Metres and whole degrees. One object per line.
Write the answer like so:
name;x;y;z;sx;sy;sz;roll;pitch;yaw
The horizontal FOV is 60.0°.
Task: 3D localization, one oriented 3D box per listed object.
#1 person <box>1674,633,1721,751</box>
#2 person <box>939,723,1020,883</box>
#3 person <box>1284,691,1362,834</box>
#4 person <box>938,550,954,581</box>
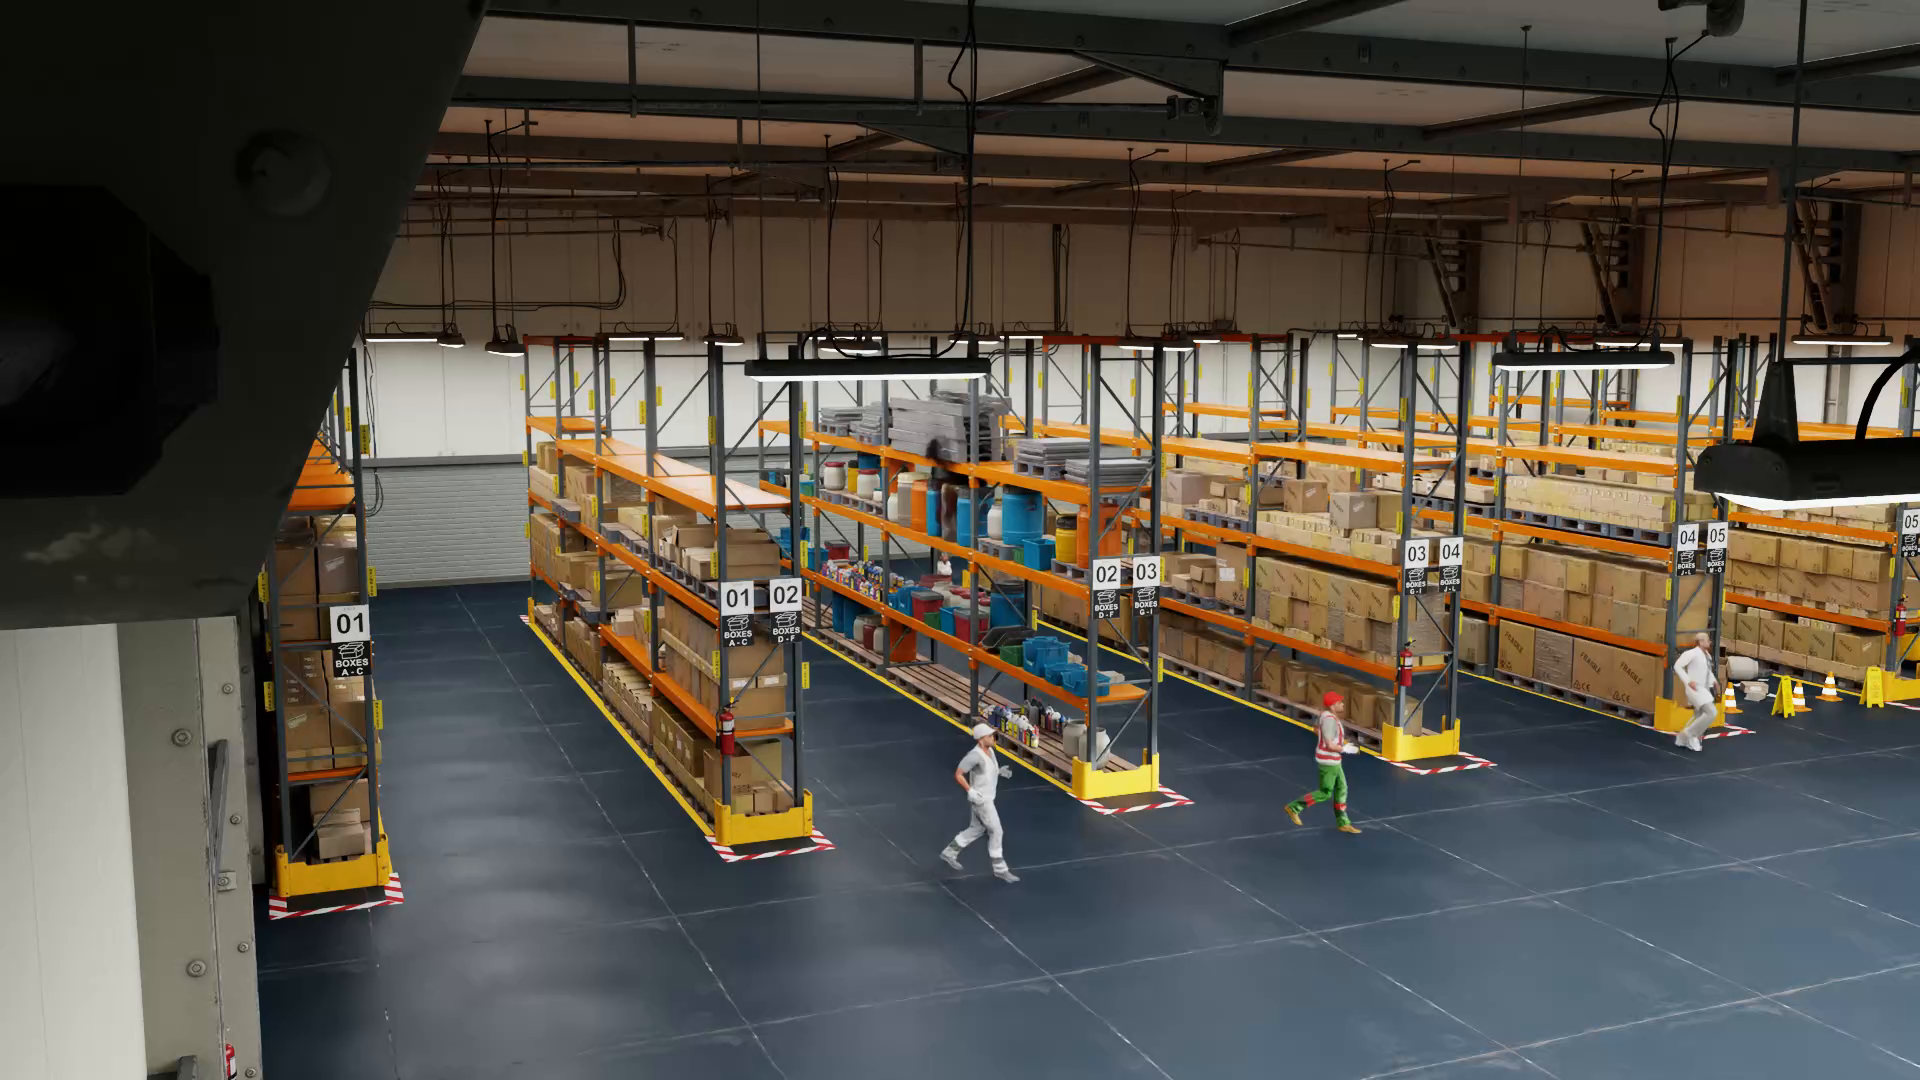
person;10.859;2.226;24.407;0.731;1.743;0.630;-7;10;-42
person;0.228;2.947;18.814;0.928;1.804;0.633;1;8;10
person;4.493;2.740;20.491;0.951;1.787;0.652;1;8;10
person;-0.371;0.996;34.017;0.601;1.677;0.762;-6;9;-37
